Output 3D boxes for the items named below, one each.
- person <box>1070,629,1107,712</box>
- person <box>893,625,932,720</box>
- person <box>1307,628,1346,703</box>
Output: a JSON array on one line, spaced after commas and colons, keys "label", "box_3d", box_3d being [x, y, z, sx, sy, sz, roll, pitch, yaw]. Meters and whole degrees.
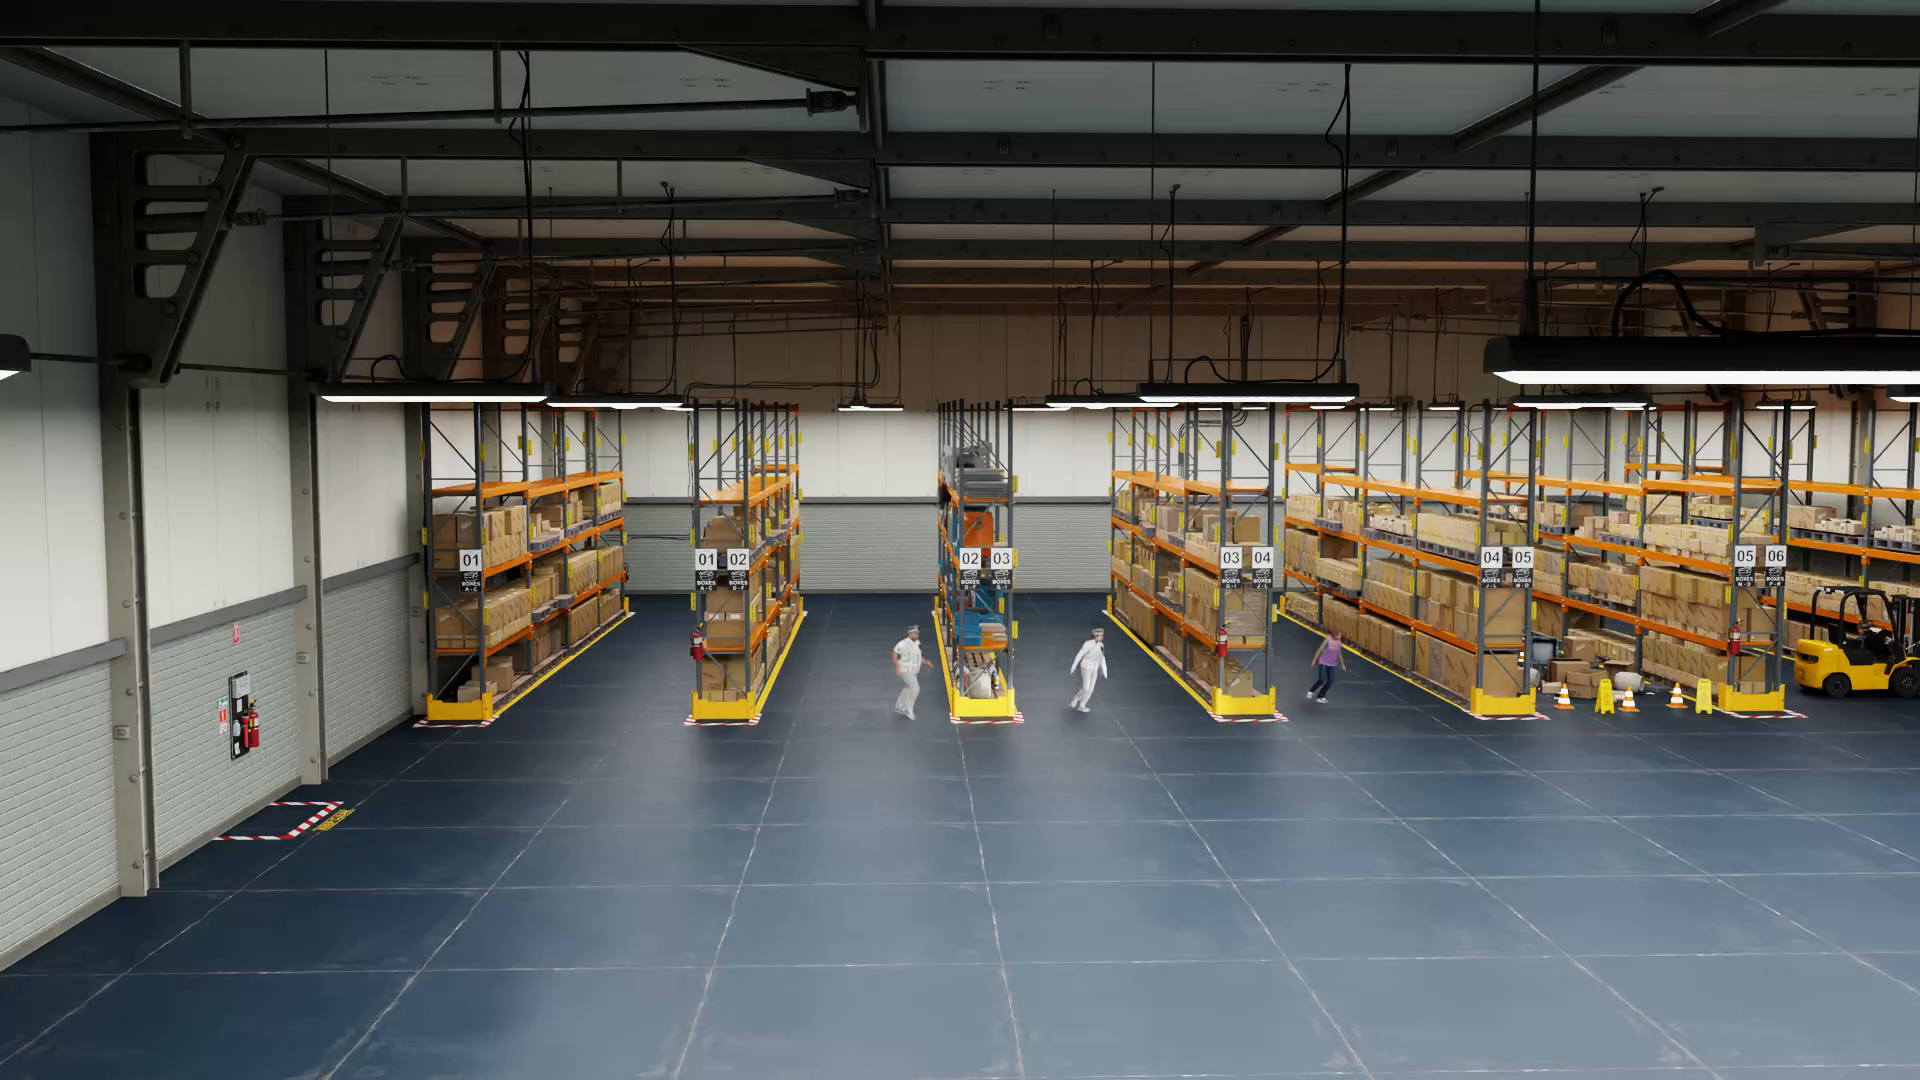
[{"label": "person", "box_3d": [2.486, 2.499, 31.909, 0.641, 1.620, 0.522, -3, 5, -35]}, {"label": "person", "box_3d": [-0.927, 2.494, 31.280, 0.831, 1.814, 0.560, 3, 5, 31]}, {"label": "person", "box_3d": [7.234, 2.477, 32.828, 0.659, 1.494, 0.605, -2, 5, -20]}]
